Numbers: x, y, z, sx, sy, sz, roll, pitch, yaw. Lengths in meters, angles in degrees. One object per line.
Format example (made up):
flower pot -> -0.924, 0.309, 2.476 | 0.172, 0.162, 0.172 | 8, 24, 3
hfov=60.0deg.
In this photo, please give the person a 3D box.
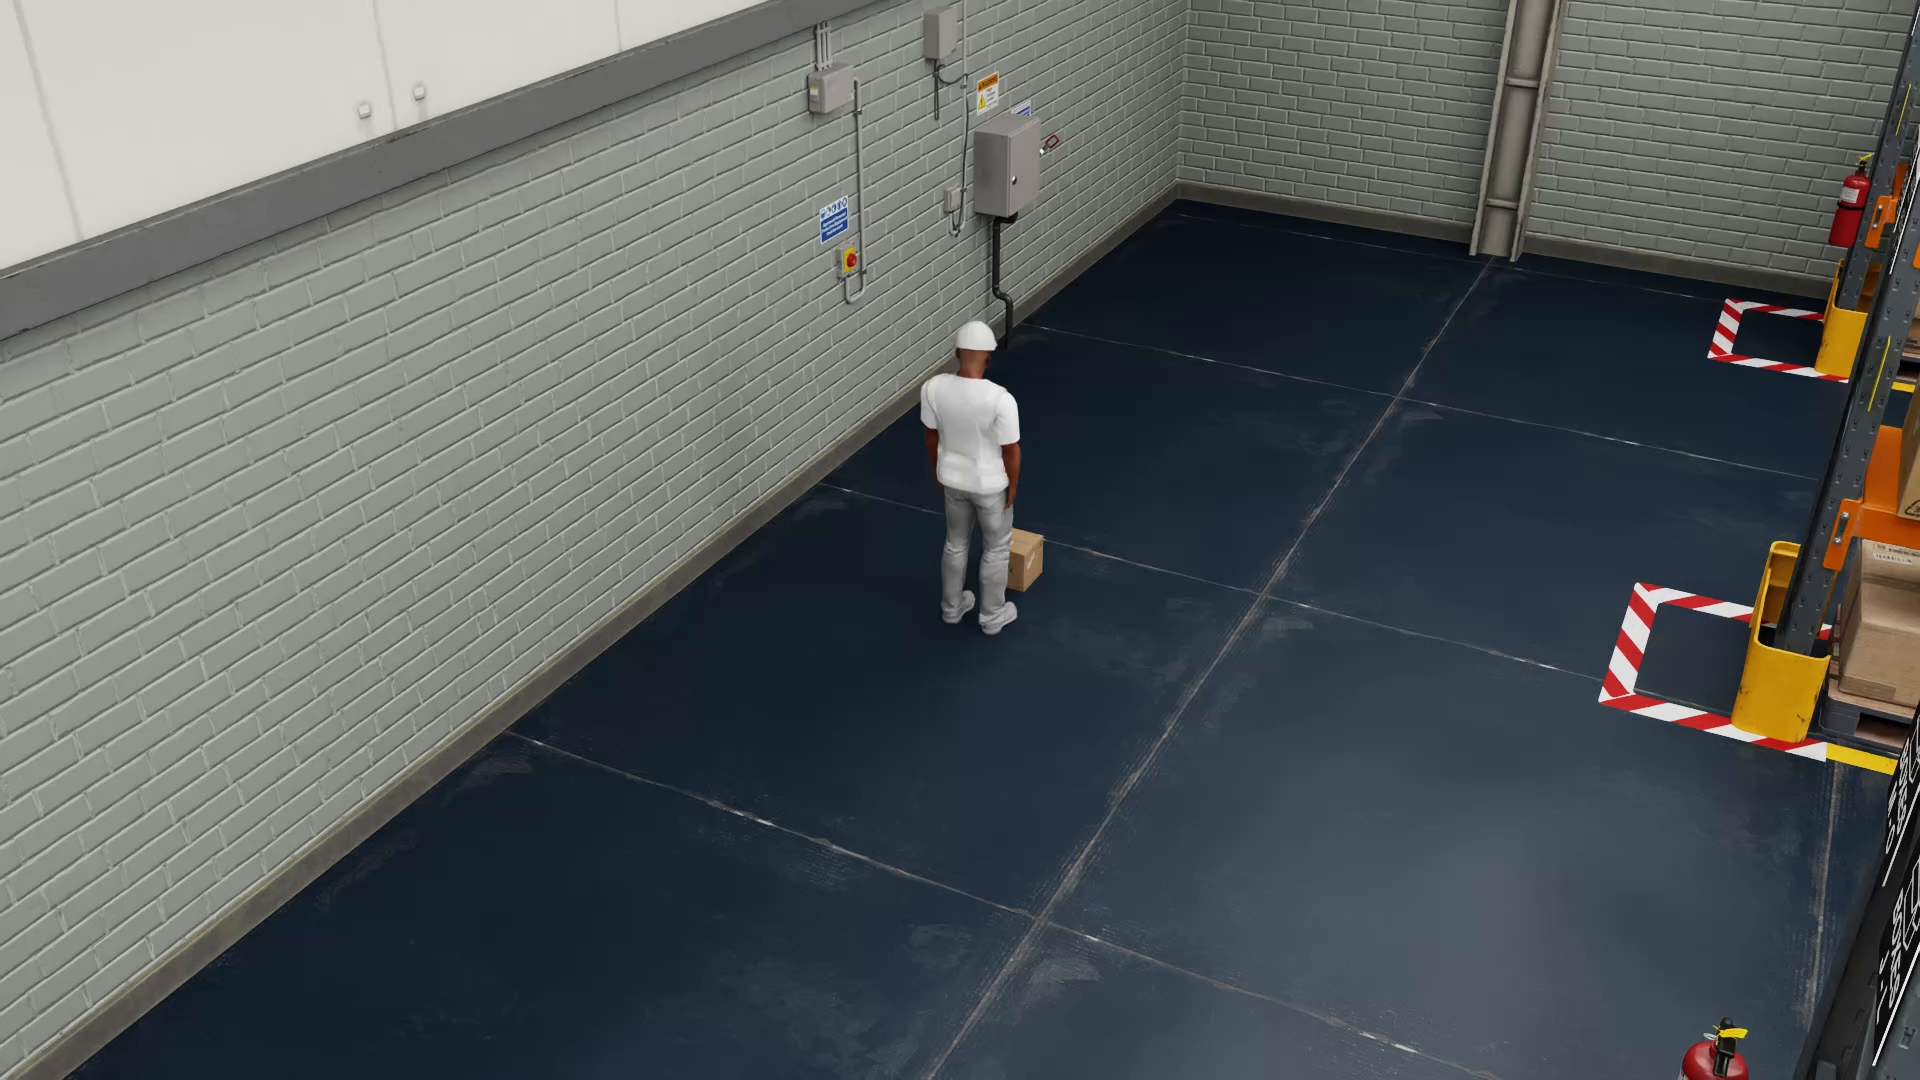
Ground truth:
person -> 0.071, -0.330, 8.849 | 0.567, 1.759, 0.368 | 15, 33, 24
